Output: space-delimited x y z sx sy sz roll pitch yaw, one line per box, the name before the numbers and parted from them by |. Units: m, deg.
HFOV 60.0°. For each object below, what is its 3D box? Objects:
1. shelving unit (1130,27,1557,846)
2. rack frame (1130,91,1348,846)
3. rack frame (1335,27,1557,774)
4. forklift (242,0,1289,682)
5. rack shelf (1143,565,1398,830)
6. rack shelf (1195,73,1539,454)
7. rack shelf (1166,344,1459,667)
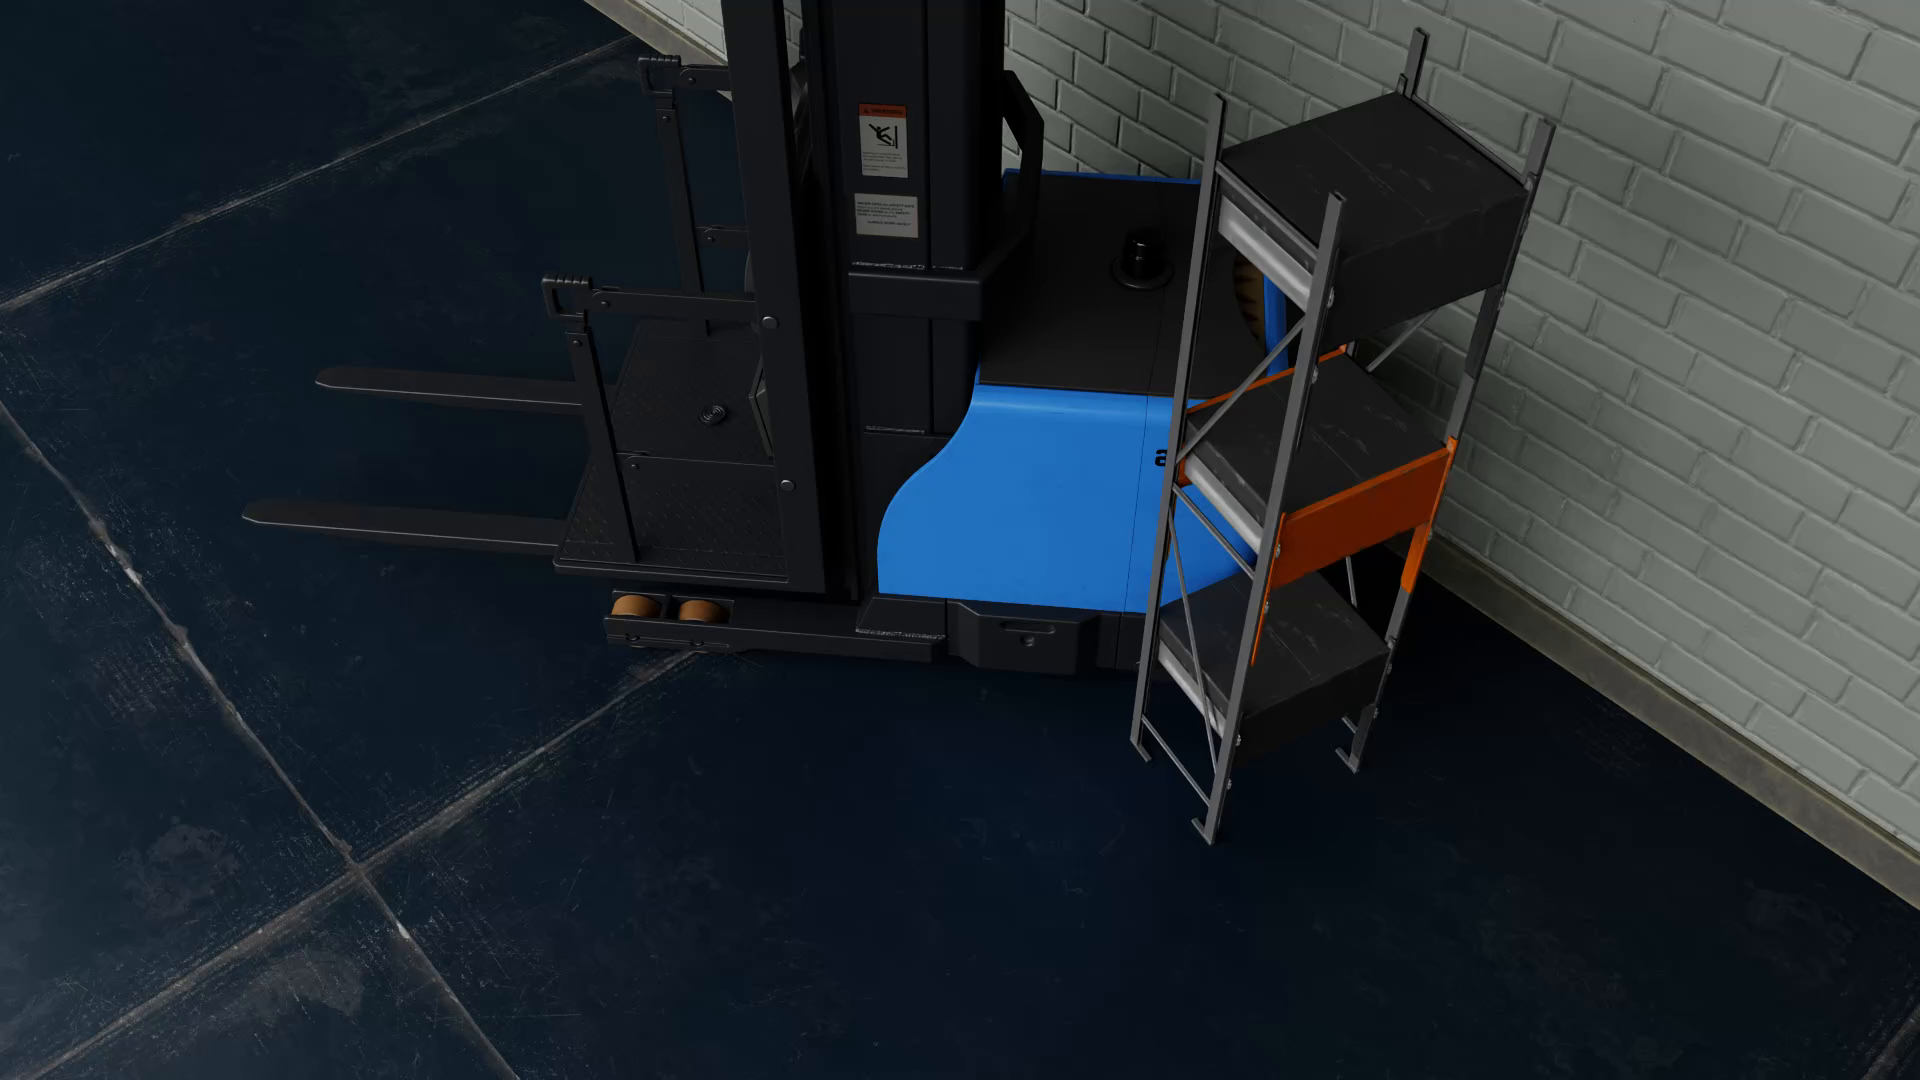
shelving unit | 0.799 -0.103 3.916 0.503 2.100 0.431 -22 51 -19
rack frame | 0.585 -0.017 3.837 0.015 2.100 0.400 -22 51 -19
rack frame | 1.014 -0.189 3.996 0.015 2.100 0.400 -22 51 -19
forklift | -0.627 -1.041 4.217 3.031 2.935 1.130 4 47 4
rack shelf | 0.799 0.381 4.441 0.480 0.518 0.431 -22 51 -19
rack shelf | 0.800 -0.569 3.412 0.480 0.518 0.431 -22 51 -19
rack shelf | 0.800 -0.094 3.926 0.480 0.518 0.431 -22 51 -19
